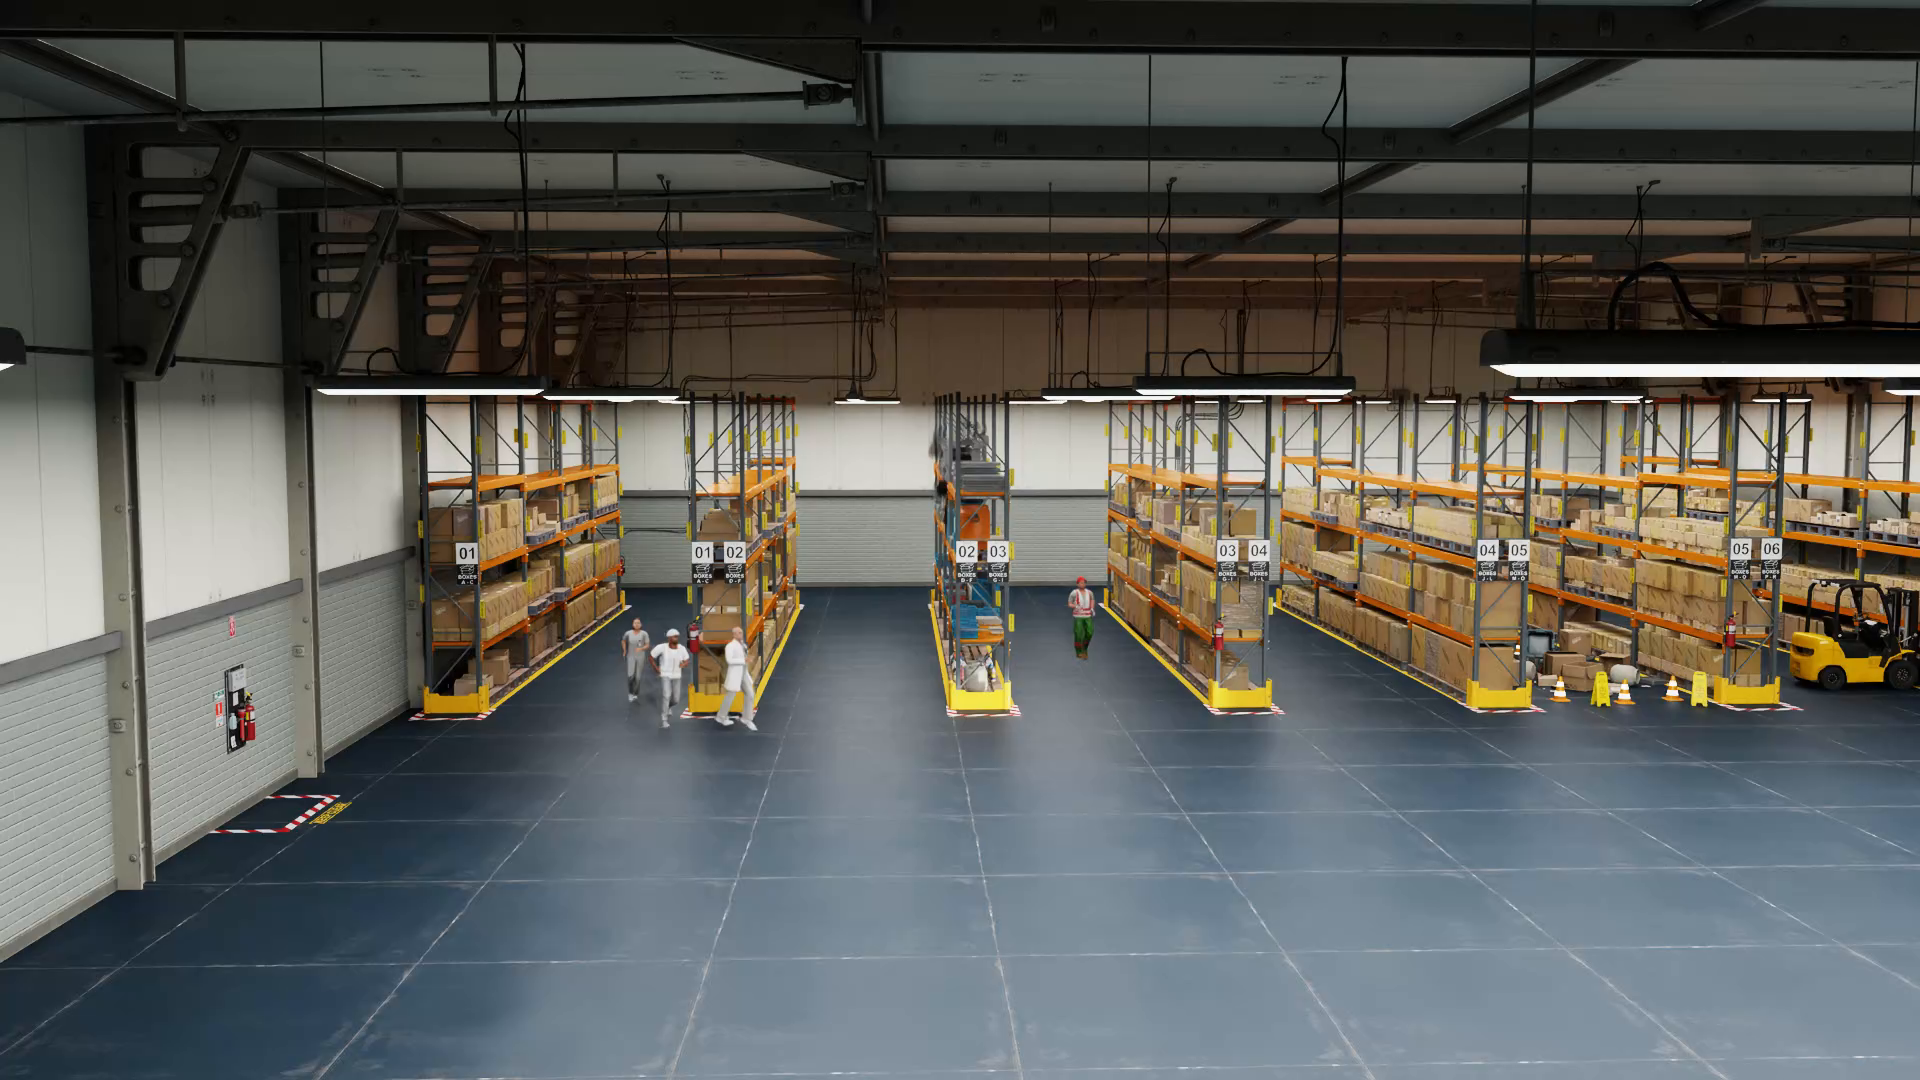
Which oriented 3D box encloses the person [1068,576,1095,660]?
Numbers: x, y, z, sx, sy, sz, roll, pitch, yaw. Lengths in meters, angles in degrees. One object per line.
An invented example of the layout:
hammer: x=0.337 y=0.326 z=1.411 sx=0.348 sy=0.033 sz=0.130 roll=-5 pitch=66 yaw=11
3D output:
person: x=2.659 y=1.698 z=35.774 sx=0.639 sy=1.816 sz=0.612 roll=-1 pitch=5 yaw=-13

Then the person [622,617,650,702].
person: x=-6.282 y=2.314 z=32.236 sx=0.539 sy=1.652 sz=0.643 roll=-1 pitch=5 yaw=-11

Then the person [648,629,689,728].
person: x=-5.226 y=2.471 z=30.098 sx=0.731 sy=1.729 sz=0.866 roll=-3 pitch=5 yaw=-33

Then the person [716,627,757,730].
person: x=-3.965 y=2.464 z=29.600 sx=0.813 sy=1.849 sz=0.712 roll=3 pitch=5 yaw=30
